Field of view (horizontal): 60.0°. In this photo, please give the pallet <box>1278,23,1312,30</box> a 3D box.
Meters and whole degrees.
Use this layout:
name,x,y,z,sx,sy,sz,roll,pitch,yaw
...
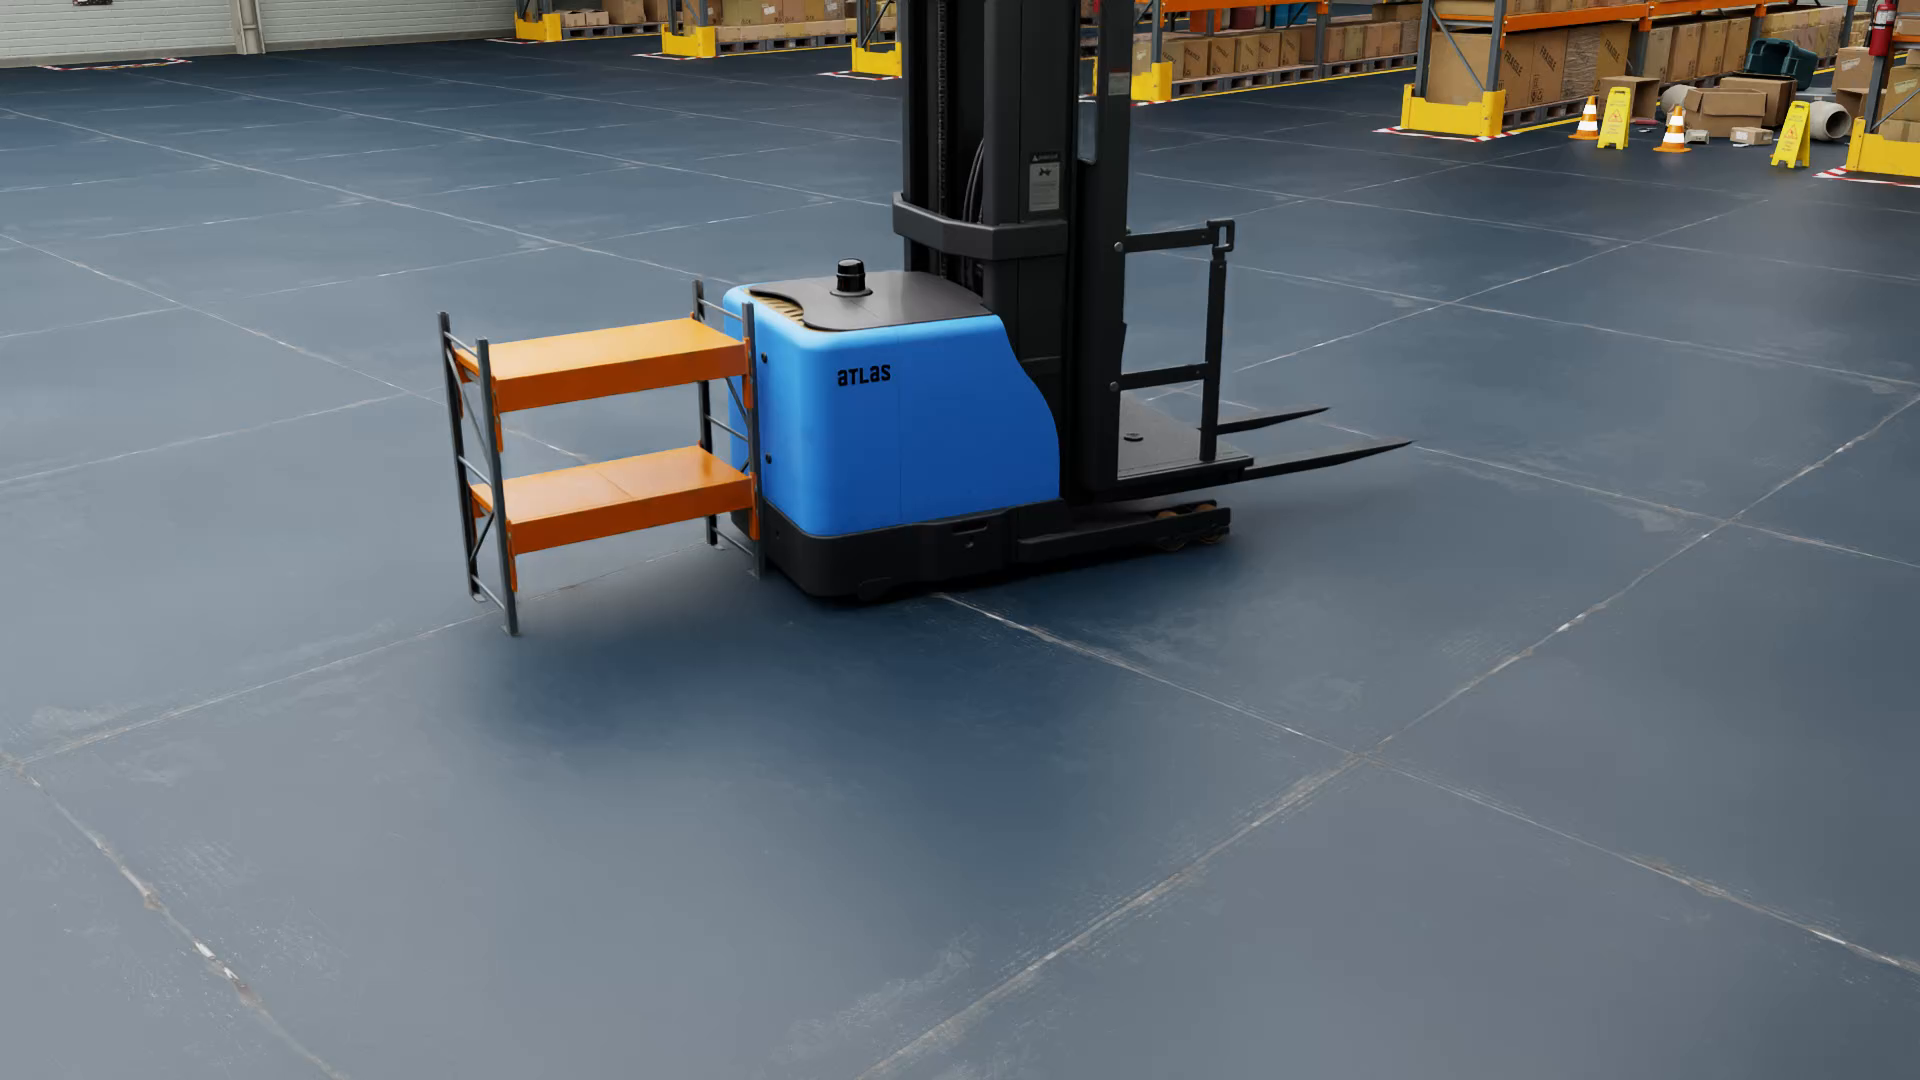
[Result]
name,x,y,z,sx,sy,sz,roll,pitch,yaw
pallet,6.576,-10.341,33.684,1.003,0.211,1.213,19,28,41

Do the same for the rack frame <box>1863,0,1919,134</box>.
name,x,y,z,sx,sy,sz,roll,pitch,yaw
rack frame,9.422,-5.026,15.969,1.000,3.000,0.127,19,28,41

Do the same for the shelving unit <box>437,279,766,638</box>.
name,x,y,z,sx,sy,sz,roll,pitch,yaw
shelving unit,-1.352,-0.341,6.393,1.048,1.125,0.538,-13,25,-30

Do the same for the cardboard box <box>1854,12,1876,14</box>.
name,x,y,z,sx,sy,sz,roll,pitch,yaw
cardboard box,16.358,-9.445,30.025,0.380,0.149,0.250,18,27,38

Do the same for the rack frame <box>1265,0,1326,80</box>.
name,x,y,z,sx,sy,sz,roll,pitch,yaw
rack frame,5.112,-8.534,25.097,1.000,3.000,0.127,19,28,41

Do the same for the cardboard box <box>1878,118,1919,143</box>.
name,x,y,z,sx,sy,sz,roll,pitch,yaw
cardboard box,9.810,-4.219,17.119,0.500,0.250,0.500,19,28,40

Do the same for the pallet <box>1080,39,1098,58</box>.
name,x,y,z,sx,sy,sz,roll,pitch,yaw
pallet,2.084,-8.684,29.373,1.003,0.211,1.213,19,28,41

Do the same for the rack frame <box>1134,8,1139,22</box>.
name,x,y,z,sx,sy,sz,roll,pitch,yaw
rack frame,3.598,-13.071,36.900,1.000,3.000,0.127,19,28,41

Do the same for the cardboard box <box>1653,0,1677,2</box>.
name,x,y,z,sx,sy,sz,roll,pitch,yaw
cardboard box,9.155,-7.381,21.958,0.500,0.500,0.500,20,28,41

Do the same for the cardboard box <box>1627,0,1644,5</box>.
name,x,y,z,sx,sy,sz,roll,pitch,yaw
cardboard box,8.347,-7.239,21.518,0.875,0.550,0.550,19,28,41

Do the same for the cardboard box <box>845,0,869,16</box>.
name,x,y,z,sx,sy,sz,roll,pitch,yaw
cardboard box,-1.906,-10.365,32.325,0.500,0.311,0.500,19,28,41

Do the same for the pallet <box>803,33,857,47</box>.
name,x,y,z,sx,sy,sz,roll,pitch,yaw
pallet,-2.567,-9.519,31.546,1.003,0.211,1.213,19,28,41

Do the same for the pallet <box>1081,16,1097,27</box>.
name,x,y,z,sx,sy,sz,roll,pitch,yaw
pallet,2.207,-11.236,36.012,1.003,0.211,1.213,19,28,41

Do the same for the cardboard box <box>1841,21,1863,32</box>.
name,x,y,z,sx,sy,sz,roll,pitch,yaw
cardboard box,14.800,-8.559,27.720,0.250,0.149,0.380,-18,28,-39

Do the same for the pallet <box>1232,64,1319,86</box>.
name,x,y,z,sx,sy,sz,roll,pitch,yaw
pallet,4.669,-7.051,25.125,1.003,0.211,1.213,19,28,41

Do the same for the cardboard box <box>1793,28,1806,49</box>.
name,x,y,z,sx,sy,sz,roll,pitch,yaw
cardboard box,12.765,-7.705,25.840,0.500,0.500,0.500,18,28,39

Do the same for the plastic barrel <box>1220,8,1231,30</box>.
name,x,y,z,sx,sy,sz,roll,pitch,yaw
plastic barrel,5.013,-10.134,32.142,0.421,0.512,0.421,0,21,0

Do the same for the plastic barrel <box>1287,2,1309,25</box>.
name,x,y,z,sx,sy,sz,roll,pitch,yaw
plastic barrel,6.753,-10.911,33.621,0.600,0.901,0.708,19,28,41

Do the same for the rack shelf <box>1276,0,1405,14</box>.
name,x,y,z,sx,sy,sz,roll,pitch,yaw
rack shelf,6.508,-8.712,26.564,1.077,0.370,4.000,19,28,41

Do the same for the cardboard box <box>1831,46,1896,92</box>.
name,x,y,z,sx,sy,sz,roll,pitch,yaw
cardboard box,10.916,-5.678,20.096,0.500,0.500,0.500,19,28,41

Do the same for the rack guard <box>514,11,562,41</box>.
name,x,y,z,sx,sy,sz,roll,pitch,yaw
rack guard,-8.272,-10.078,32.598,1.175,0.500,0.348,19,28,41

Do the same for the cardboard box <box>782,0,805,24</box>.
name,x,y,z,sx,sy,sz,roll,pitch,yaw
cardboard box,-3.191,-9.716,30.374,0.500,0.500,0.500,19,28,41

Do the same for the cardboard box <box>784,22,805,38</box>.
name,x,y,z,sx,sy,sz,roll,pitch,yaw
cardboard box,-3.192,-9.366,30.509,0.500,0.250,0.500,19,28,41

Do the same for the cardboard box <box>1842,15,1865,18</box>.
name,x,y,z,sx,sy,sz,roll,pitch,yaw
cardboard box,15.670,-9.158,29.278,0.250,0.149,0.380,-19,28,-40

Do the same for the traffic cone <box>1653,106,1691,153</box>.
name,x,y,z,sx,sy,sz,roll,pitch,yaw
traffic cone,7.766,-4.465,18.047,0.336,0.463,0.334,19,28,41

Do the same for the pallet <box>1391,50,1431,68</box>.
name,x,y,z,sx,sy,sz,roll,pitch,yaw
pallet,7.357,-8.060,27.751,1.003,0.211,1.213,19,28,41

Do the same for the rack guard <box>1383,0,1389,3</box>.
name,x,y,z,sx,sy,sz,roll,pitch,yaw
rack guard,9.942,-11.701,36.821,1.175,0.500,0.348,19,28,41

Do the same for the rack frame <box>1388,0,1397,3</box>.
name,x,y,z,sx,sy,sz,roll,pitch,yaw
rack frame,9.935,-12.858,36.348,1.000,3.000,0.127,19,28,41

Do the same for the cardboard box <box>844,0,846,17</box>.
name,x,y,z,sx,sy,sz,roll,pitch,yaw
cardboard box,-2.530,-10.236,31.727,0.500,0.500,0.500,19,28,41

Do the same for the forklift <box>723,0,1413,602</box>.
name,x,y,z,sx,sy,sz,roll,pitch,yaw
forklift,0.576,-1.481,6.841,3.031,2.935,1.130,-10,23,-24

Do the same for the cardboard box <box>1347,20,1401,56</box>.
name,x,y,z,sx,sy,sz,roll,pitch,yaw
cardboard box,6.681,-8.130,26.918,0.500,0.500,0.700,-17,27,-38

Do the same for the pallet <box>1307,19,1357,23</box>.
name,x,y,z,sx,sy,sz,roll,pitch,yaw
pallet,7.630,-10.727,34.690,1.003,0.211,1.213,19,28,41

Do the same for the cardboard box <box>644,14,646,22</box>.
name,x,y,z,sx,sy,sz,roll,pitch,yaw
cardboard box,-6.665,-10.722,34.149,0.380,0.149,0.250,17,27,36

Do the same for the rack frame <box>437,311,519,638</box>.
name,x,y,z,sx,sy,sz,roll,pitch,yaw
rack frame,-1.779,-0.242,6.137,0.032,1.125,0.500,-13,25,-30

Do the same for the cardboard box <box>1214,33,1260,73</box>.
name,x,y,z,sx,sy,sz,roll,pitch,yaw
cardboard box,4.034,-7.142,24.374,0.500,0.500,0.500,16,26,36

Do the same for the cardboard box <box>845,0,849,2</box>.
name,x,y,z,sx,sy,sz,roll,pitch,yaw
cardboard box,-2.137,-12.630,38.165,0.750,0.750,0.750,19,28,40

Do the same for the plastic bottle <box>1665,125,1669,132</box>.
name,x,y,z,sx,sy,sz,roll,pitch,yaw
plastic bottle,8.419,-4.873,19.666,0.133,0.061,0.283,9,23,23

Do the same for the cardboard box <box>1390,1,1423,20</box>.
name,x,y,z,sx,sy,sz,roll,pitch,yaw
cardboard box,7.457,-8.771,27.540,0.500,0.250,0.500,-19,28,-40

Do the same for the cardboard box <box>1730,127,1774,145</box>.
name,x,y,z,sx,sy,sz,roll,pitch,yaw
cardboard box,8.889,-4.537,18.672,0.250,0.149,0.380,-6,22,-15

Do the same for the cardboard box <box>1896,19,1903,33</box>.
name,x,y,z,sx,sy,sz,roll,pitch,yaw
cardboard box,9.627,-5.151,16.645,0.380,0.149,0.250,19,28,40

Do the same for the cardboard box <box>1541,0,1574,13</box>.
name,x,y,z,sx,sy,sz,roll,pitch,yaw
cardboard box,6.880,-6.675,20.050,0.875,0.550,0.550,19,28,41

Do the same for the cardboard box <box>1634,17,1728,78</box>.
name,x,y,z,sx,sy,sz,roll,pitch,yaw
cardboard box,10.289,-7.081,23.868,0.750,0.750,1.050,-20,28,-41

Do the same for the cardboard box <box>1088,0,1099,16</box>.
name,x,y,z,sx,sy,sz,roll,pitch,yaw
cardboard box,2.758,-11.657,36.093,0.500,0.500,0.500,20,29,41

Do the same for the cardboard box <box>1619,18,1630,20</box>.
name,x,y,z,sx,sy,sz,roll,pitch,yaw
cardboard box,12.460,-10.405,32.340,0.875,0.875,0.875,19,28,41

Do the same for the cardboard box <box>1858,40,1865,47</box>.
name,x,y,z,sx,sy,sz,roll,pitch,yaw
cardboard box,14.983,-8.347,27.999,0.380,0.149,0.250,19,28,40

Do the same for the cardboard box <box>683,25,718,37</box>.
name,x,y,z,sx,sy,sz,roll,pitch,yaw
cardboard box,-4.611,-9.111,29.844,0.500,0.250,0.500,19,28,41

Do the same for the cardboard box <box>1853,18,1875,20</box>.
name,x,y,z,sx,sy,sz,roll,pitch,yaw
cardboard box,15.474,-8.845,28.464,0.380,0.149,0.250,18,27,39

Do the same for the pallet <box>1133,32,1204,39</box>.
name,x,y,z,sx,sy,sz,roll,pitch,yaw
pallet,3.786,-9.311,31.005,1.003,0.211,1.213,19,28,41

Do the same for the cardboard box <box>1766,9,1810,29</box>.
name,x,y,z,sx,sy,sz,roll,pitch,yaw
cardboard box,12.749,-8.045,25.679,0.500,0.250,0.500,20,28,41

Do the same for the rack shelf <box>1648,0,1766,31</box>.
name,x,y,z,sx,sy,sz,roll,pitch,yaw
rack shelf,9.991,-7.445,23.266,1.077,0.370,4.000,19,28,41

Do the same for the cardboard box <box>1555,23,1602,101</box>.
name,x,y,z,sx,sy,sz,roll,pitch,yaw
cardboard box,7.481,-6.094,21.125,0.875,0.875,0.875,20,28,41

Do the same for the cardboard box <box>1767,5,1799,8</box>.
name,x,y,z,sx,sy,sz,roll,pitch,yaw
cardboard box,13.102,-8.441,26.709,0.500,0.250,0.500,-19,28,-41

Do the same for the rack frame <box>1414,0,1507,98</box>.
name,x,y,z,sx,sy,sz,roll,pitch,yaw
rack frame,5.805,-6.239,19.125,1.000,3.000,0.127,19,28,41

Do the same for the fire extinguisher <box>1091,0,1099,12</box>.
name,x,y,z,sx,sy,sz,roll,pitch,yaw
fire extinguisher,1.912,-7.556,22.659,0.296,0.674,0.183,19,28,41

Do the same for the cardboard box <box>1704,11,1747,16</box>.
name,x,y,z,sx,sy,sz,roll,pitch,yaw
cardboard box,11.675,-7.916,25.342,0.500,0.250,0.500,18,28,39

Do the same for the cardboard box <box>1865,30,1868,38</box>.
name,x,y,z,sx,sy,sz,roll,pitch,yaw
cardboard box,15.314,-8.633,28.328,0.250,0.149,0.380,-19,28,-40
